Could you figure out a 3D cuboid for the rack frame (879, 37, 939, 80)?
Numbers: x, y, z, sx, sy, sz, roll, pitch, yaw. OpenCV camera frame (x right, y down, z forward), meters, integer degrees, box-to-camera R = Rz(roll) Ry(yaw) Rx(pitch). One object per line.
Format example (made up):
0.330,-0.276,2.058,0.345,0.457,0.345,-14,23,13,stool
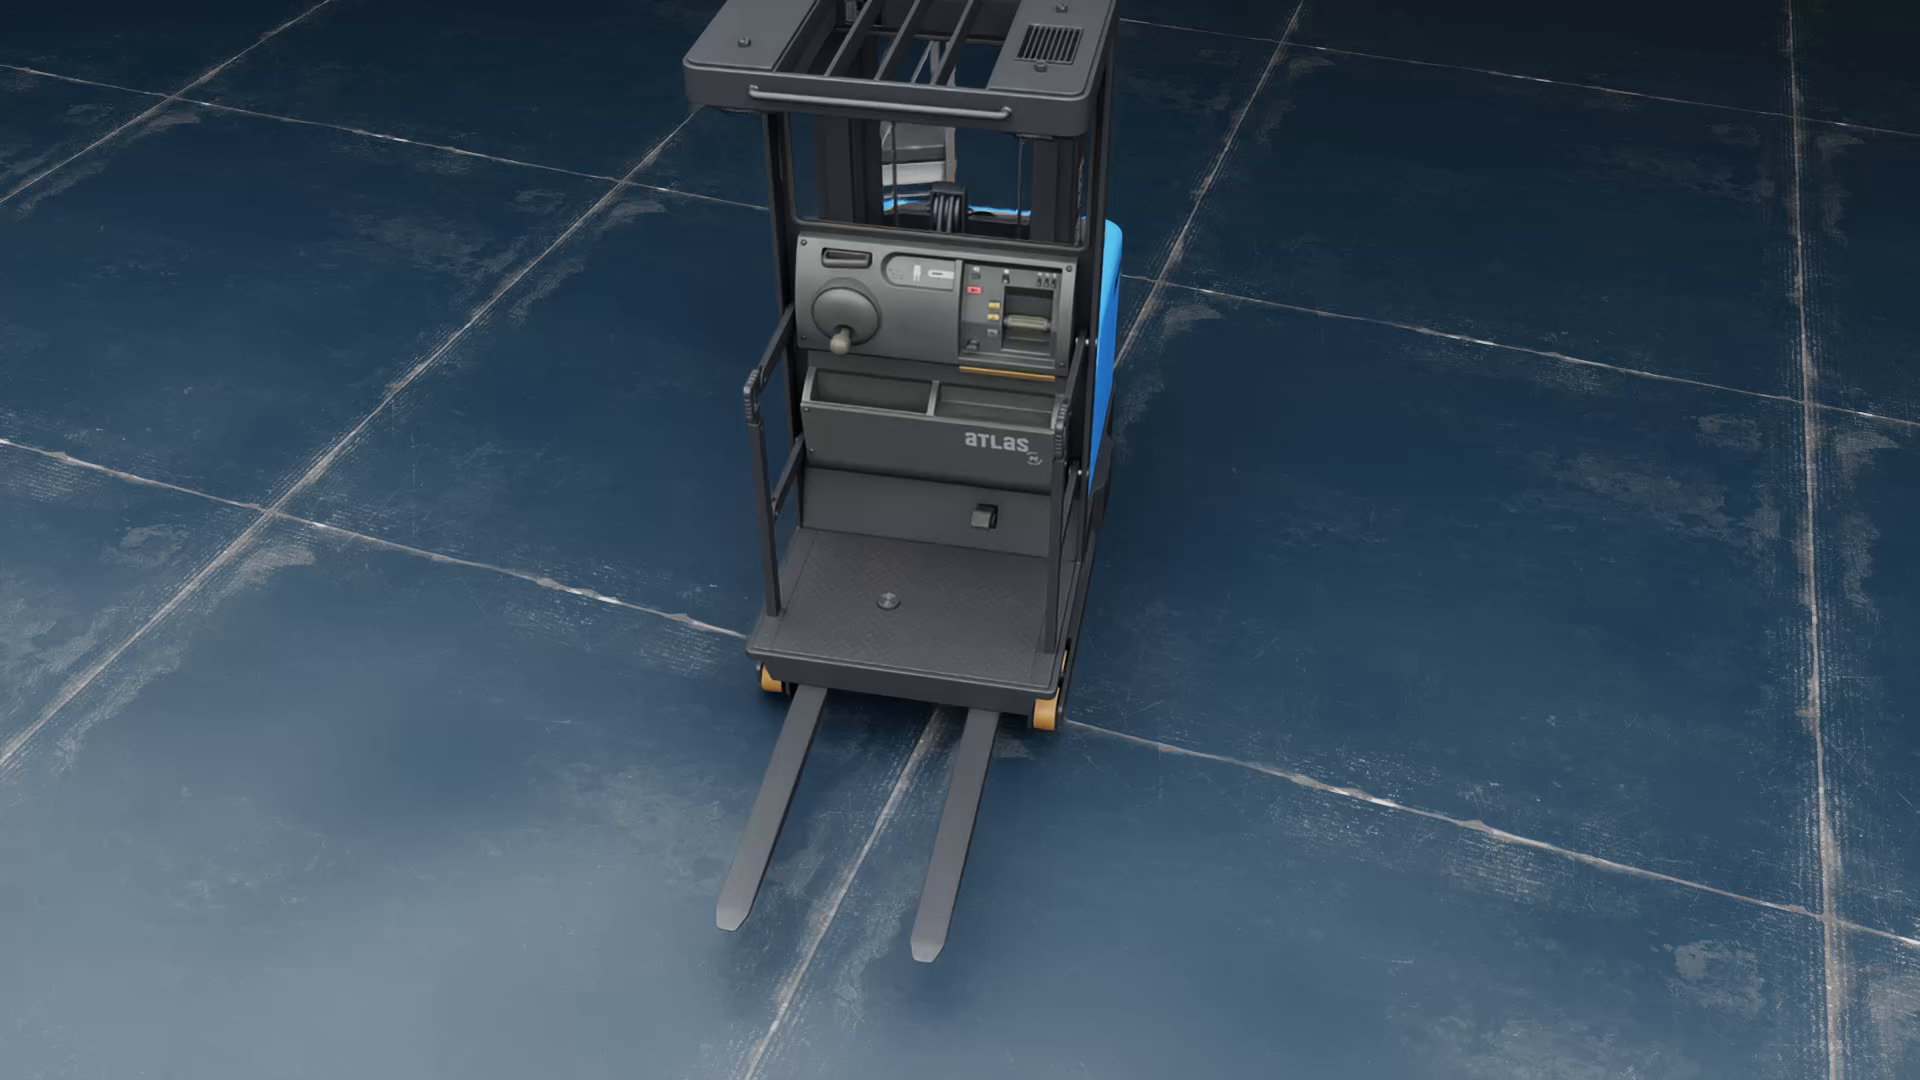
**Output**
-0.287,-1.729,7.145,0.400,2.100,0.015,-5,42,-6,rack frame

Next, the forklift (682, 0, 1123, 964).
-0.124,-0.696,5.307,1.130,2.935,3.031,7,41,8,forklift

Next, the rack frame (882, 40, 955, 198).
-0.220,-1.409,6.783,0.400,2.100,0.015,-5,42,-6,rack frame

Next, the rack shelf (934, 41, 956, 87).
-0.252,-2.083,6.509,0.431,0.518,0.480,-5,42,-6,rack shelf

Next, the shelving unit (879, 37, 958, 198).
-0.253,-1.569,6.964,0.431,2.100,0.503,-5,42,-6,shelving unit

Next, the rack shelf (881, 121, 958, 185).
-0.254,-1.559,6.973,0.431,0.518,0.480,-5,42,-6,rack shelf
